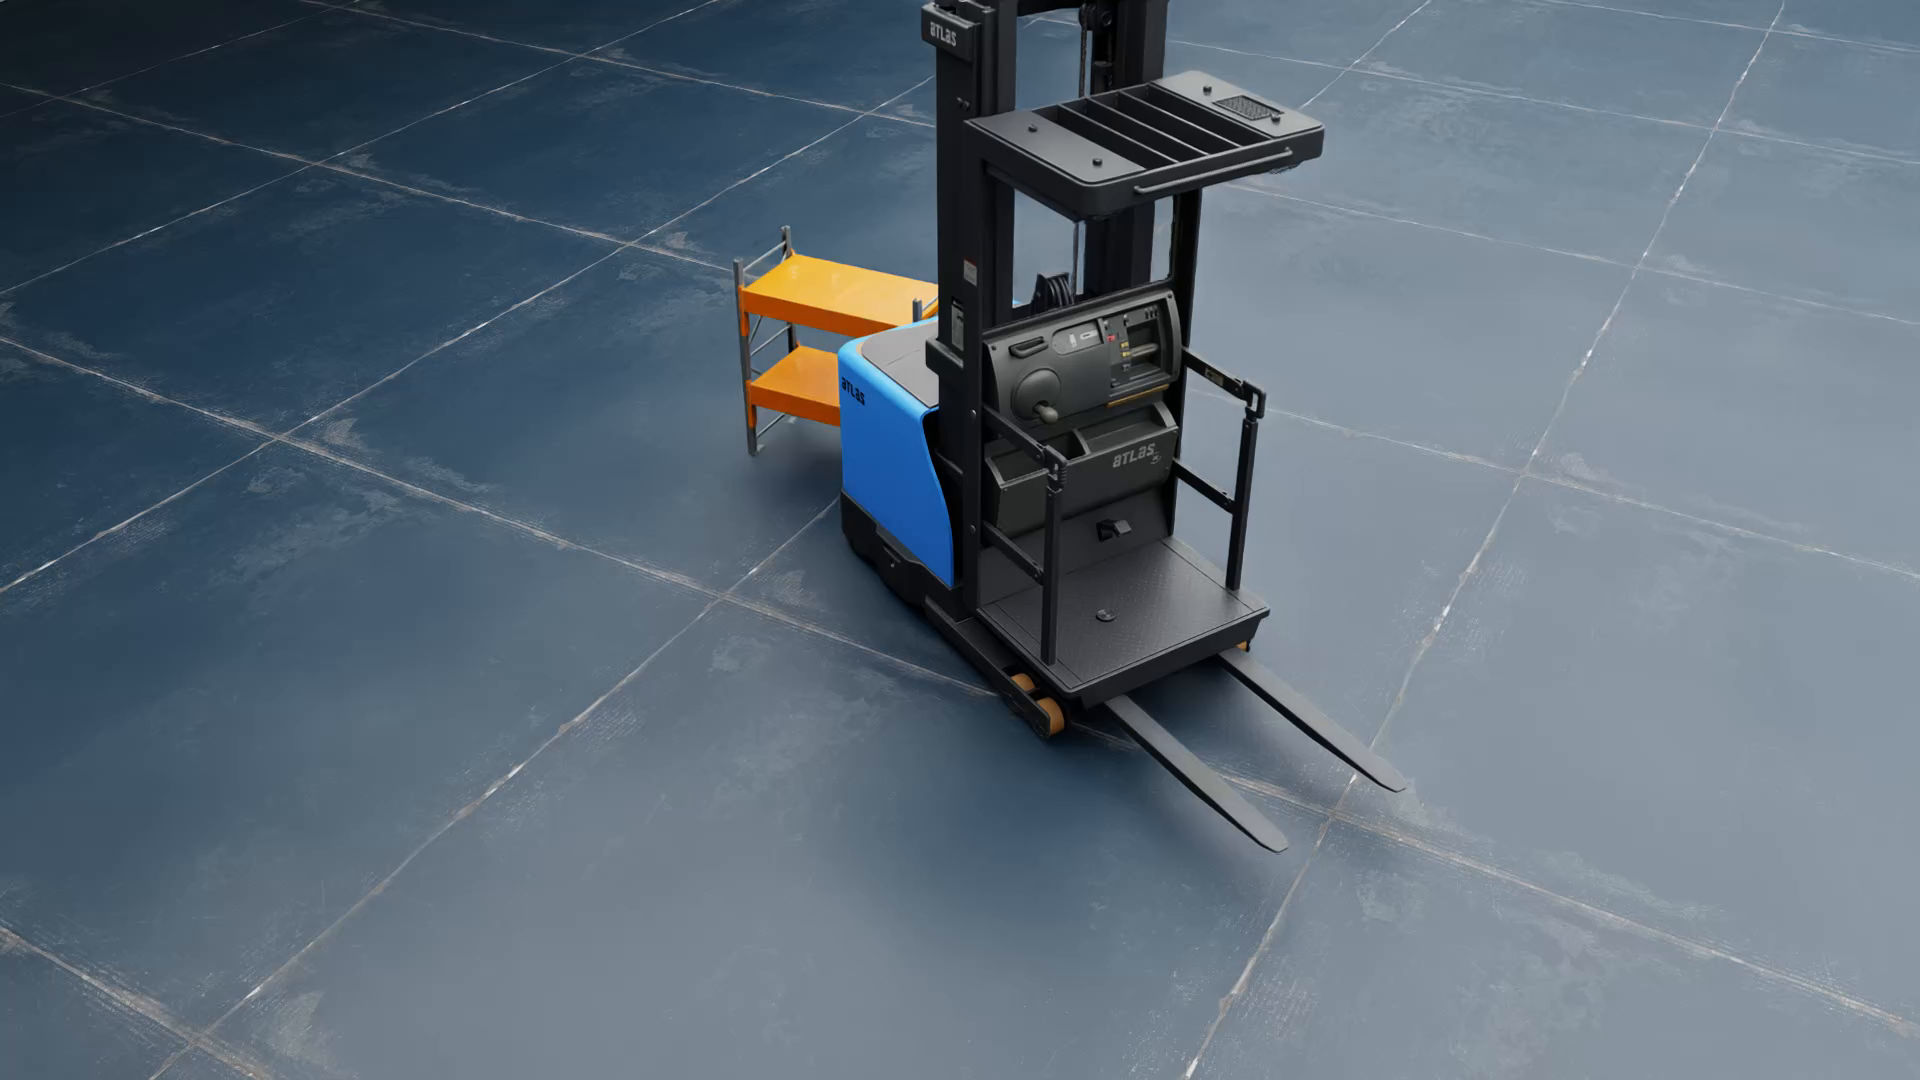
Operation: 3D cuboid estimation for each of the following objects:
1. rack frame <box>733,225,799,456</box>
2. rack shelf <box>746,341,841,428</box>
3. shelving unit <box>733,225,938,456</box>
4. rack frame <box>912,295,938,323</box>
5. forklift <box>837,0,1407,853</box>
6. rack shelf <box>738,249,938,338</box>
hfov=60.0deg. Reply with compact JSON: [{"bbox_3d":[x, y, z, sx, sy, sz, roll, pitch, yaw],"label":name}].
[{"bbox_3d":[-1.011,-1.048,8.809,0.032,1.125,0.500,16,37,22],"label":"rack frame"},{"bbox_3d":[-0.557,-0.718,8.754,1.000,0.278,0.538,16,37,22],"label":"rack shelf"},{"bbox_3d":[-0.557,-0.921,8.618,1.048,1.125,0.538,16,37,22],"label":"shelving unit"},{"bbox_3d":[-0.103,-0.795,8.428,0.032,1.125,0.500,16,37,22],"label":"rack frame"},{"bbox_3d":[0.634,-0.690,6.642,1.130,2.935,3.031,-20,38,-27],"label":"forklift"},{"bbox_3d":[-0.557,-1.165,8.456,1.000,0.278,0.538,16,37,22],"label":"rack shelf"}]
